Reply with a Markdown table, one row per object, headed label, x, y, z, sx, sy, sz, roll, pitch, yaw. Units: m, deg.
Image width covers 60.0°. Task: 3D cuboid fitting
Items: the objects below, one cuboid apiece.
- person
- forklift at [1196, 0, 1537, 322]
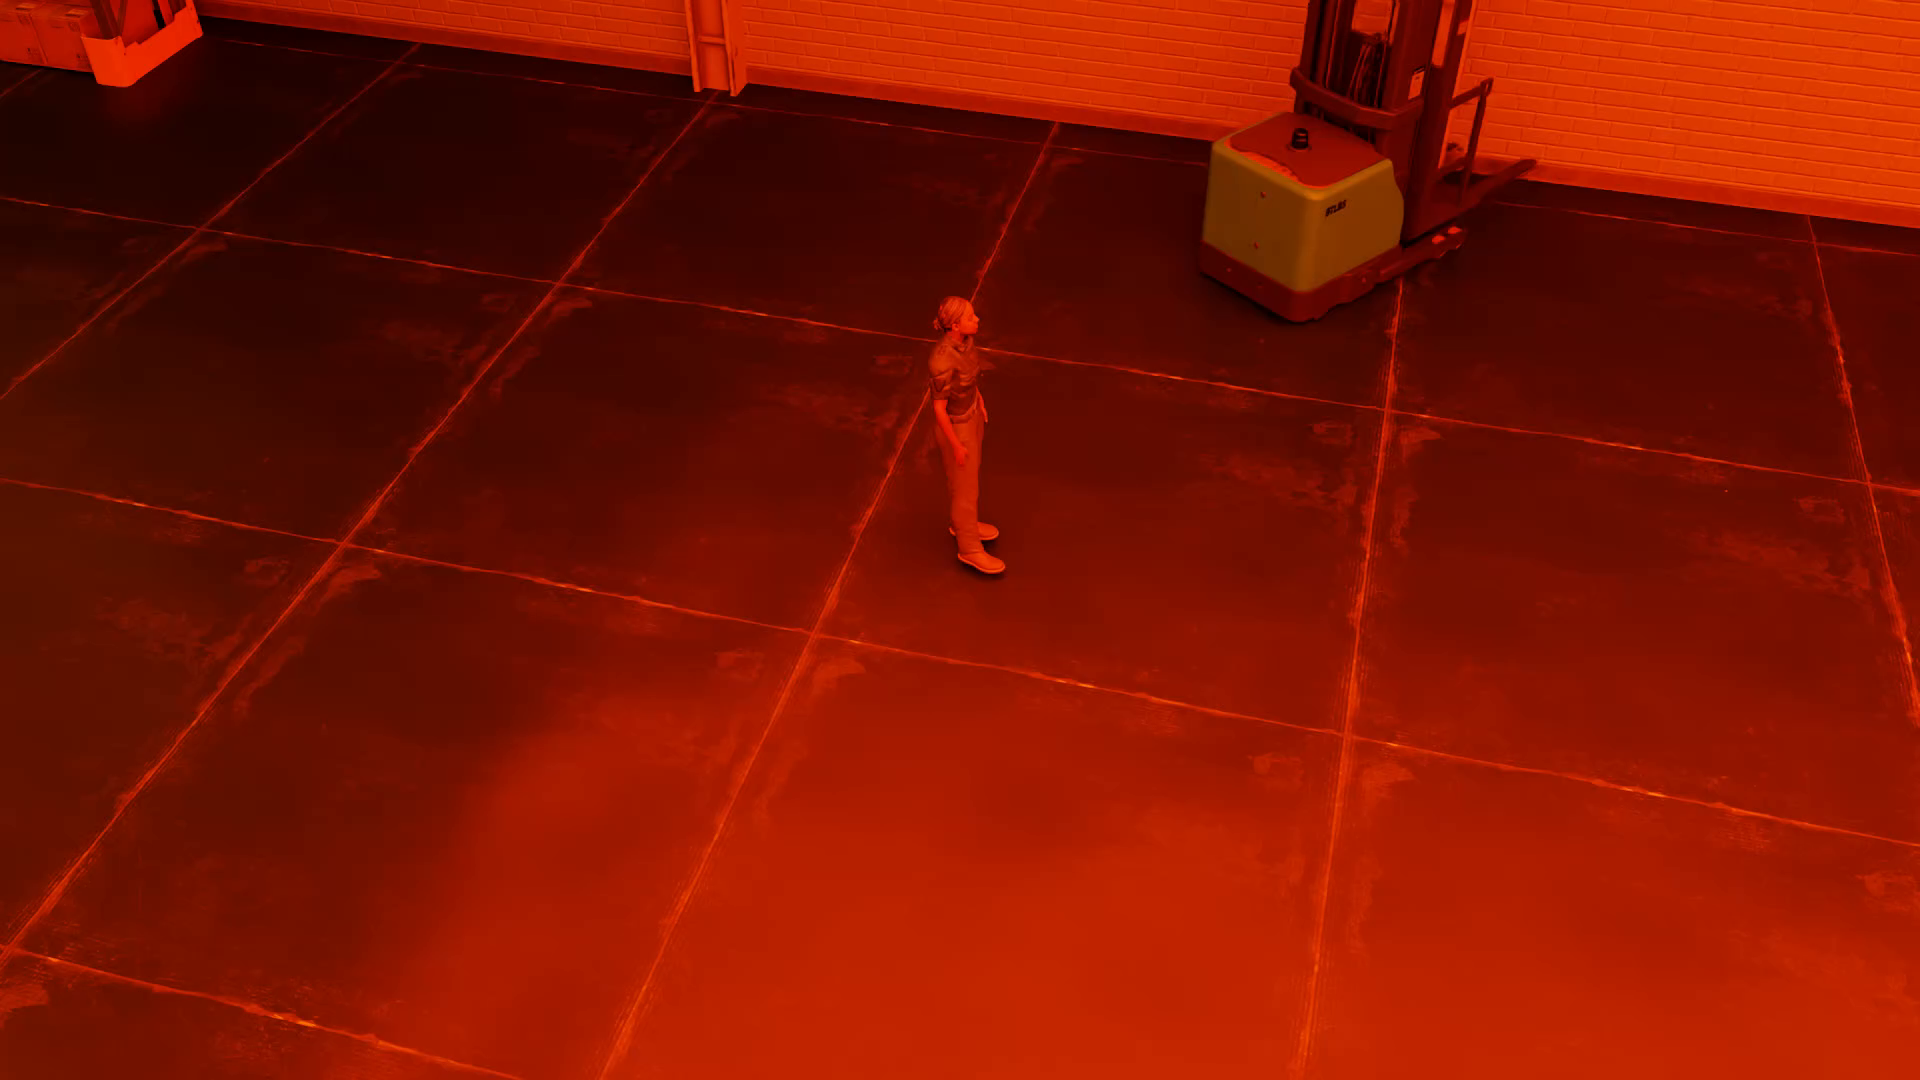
| label | x | y | z | sx | sy | sz | roll | pitch | yaw |
| --- | --- | --- | --- | --- | --- | --- | --- | --- | --- |
| person | 0.079 | -0.630 | 9.477 | 0.504 | 1.654 | 0.569 | 10 | 42 | 11 |
| forklift | 3.198 | -3.461 | 11.810 | 3.031 | 2.935 | 1.130 | -29 | 49 | -29 |
